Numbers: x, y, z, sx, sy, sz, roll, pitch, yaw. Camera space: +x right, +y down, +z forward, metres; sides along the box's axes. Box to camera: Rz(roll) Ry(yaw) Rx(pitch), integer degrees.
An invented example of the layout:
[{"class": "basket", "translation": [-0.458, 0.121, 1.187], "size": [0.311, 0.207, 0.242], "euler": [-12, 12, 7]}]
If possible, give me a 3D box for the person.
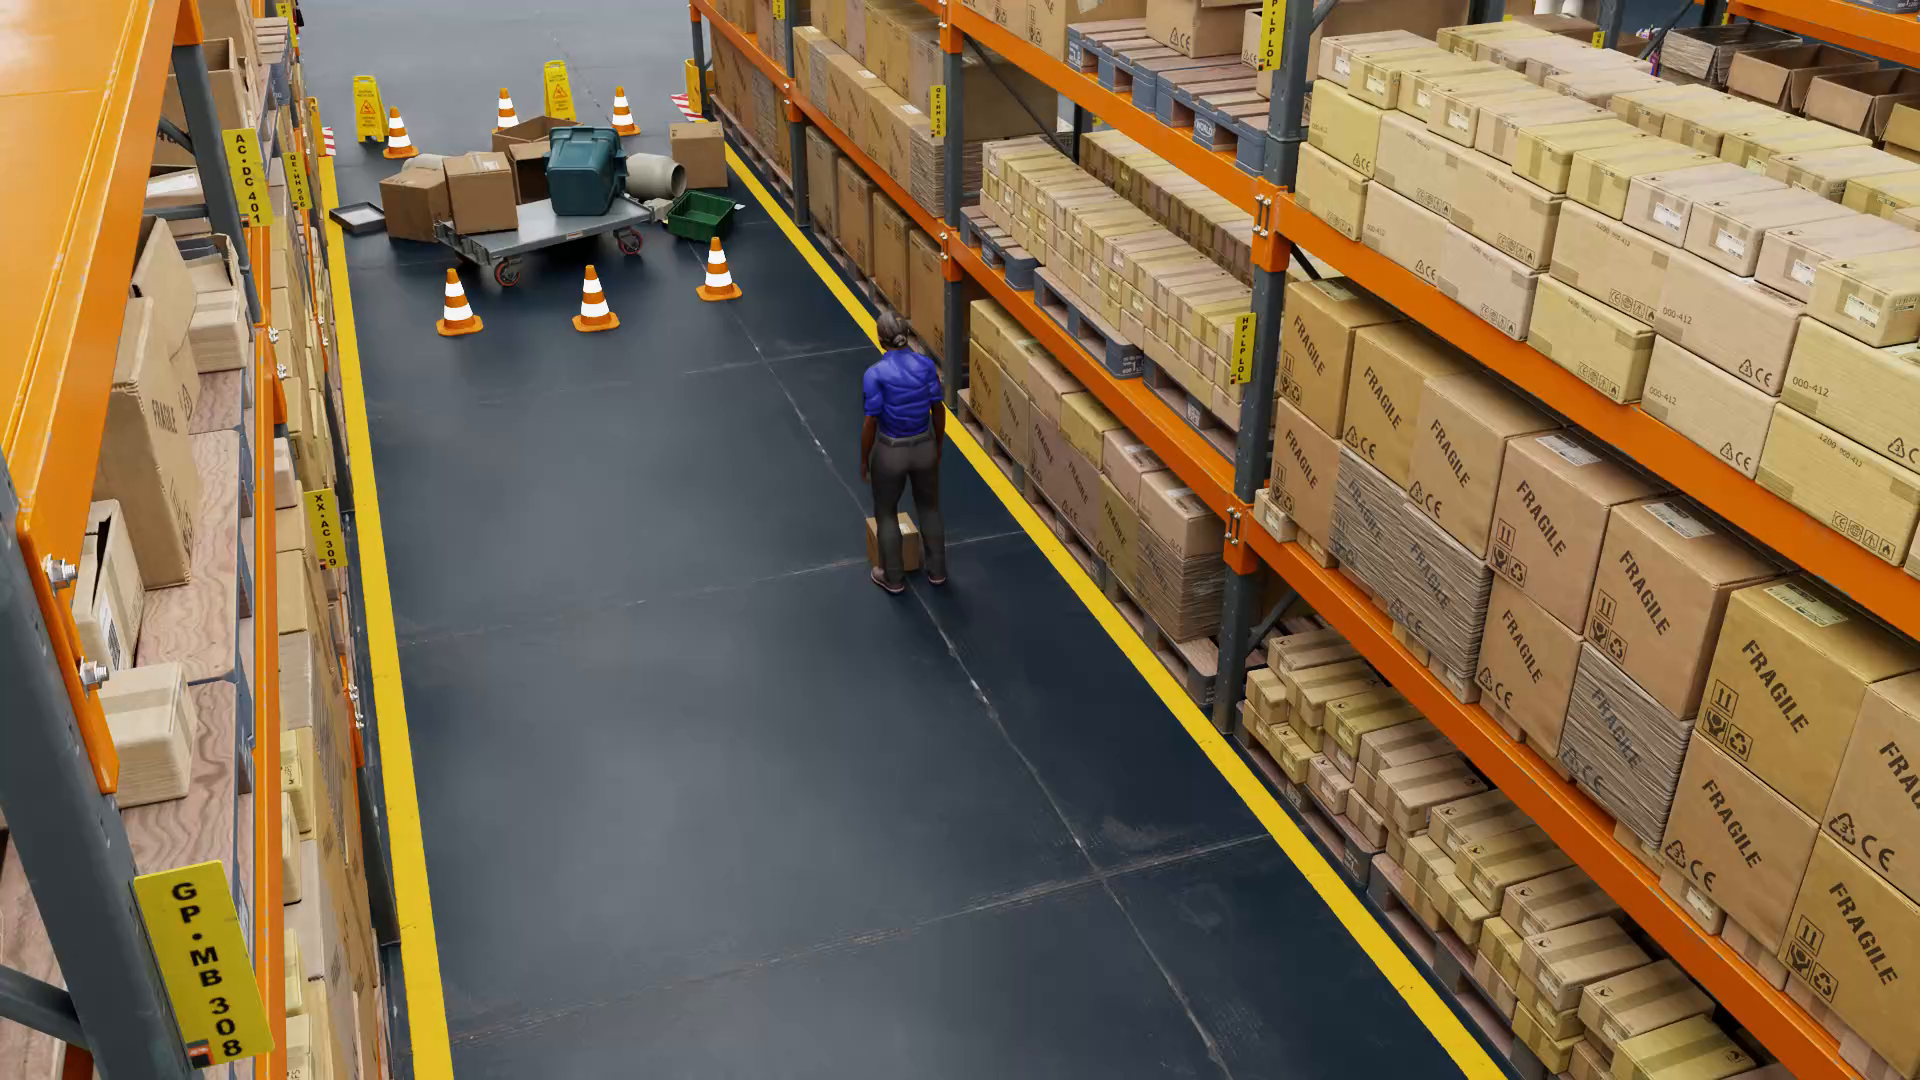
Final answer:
[{"class": "person", "translation": [-0.304, -0.477, 9.168], "size": [0.531, 1.654, 0.351], "euler": [-12, 32, -21]}]
